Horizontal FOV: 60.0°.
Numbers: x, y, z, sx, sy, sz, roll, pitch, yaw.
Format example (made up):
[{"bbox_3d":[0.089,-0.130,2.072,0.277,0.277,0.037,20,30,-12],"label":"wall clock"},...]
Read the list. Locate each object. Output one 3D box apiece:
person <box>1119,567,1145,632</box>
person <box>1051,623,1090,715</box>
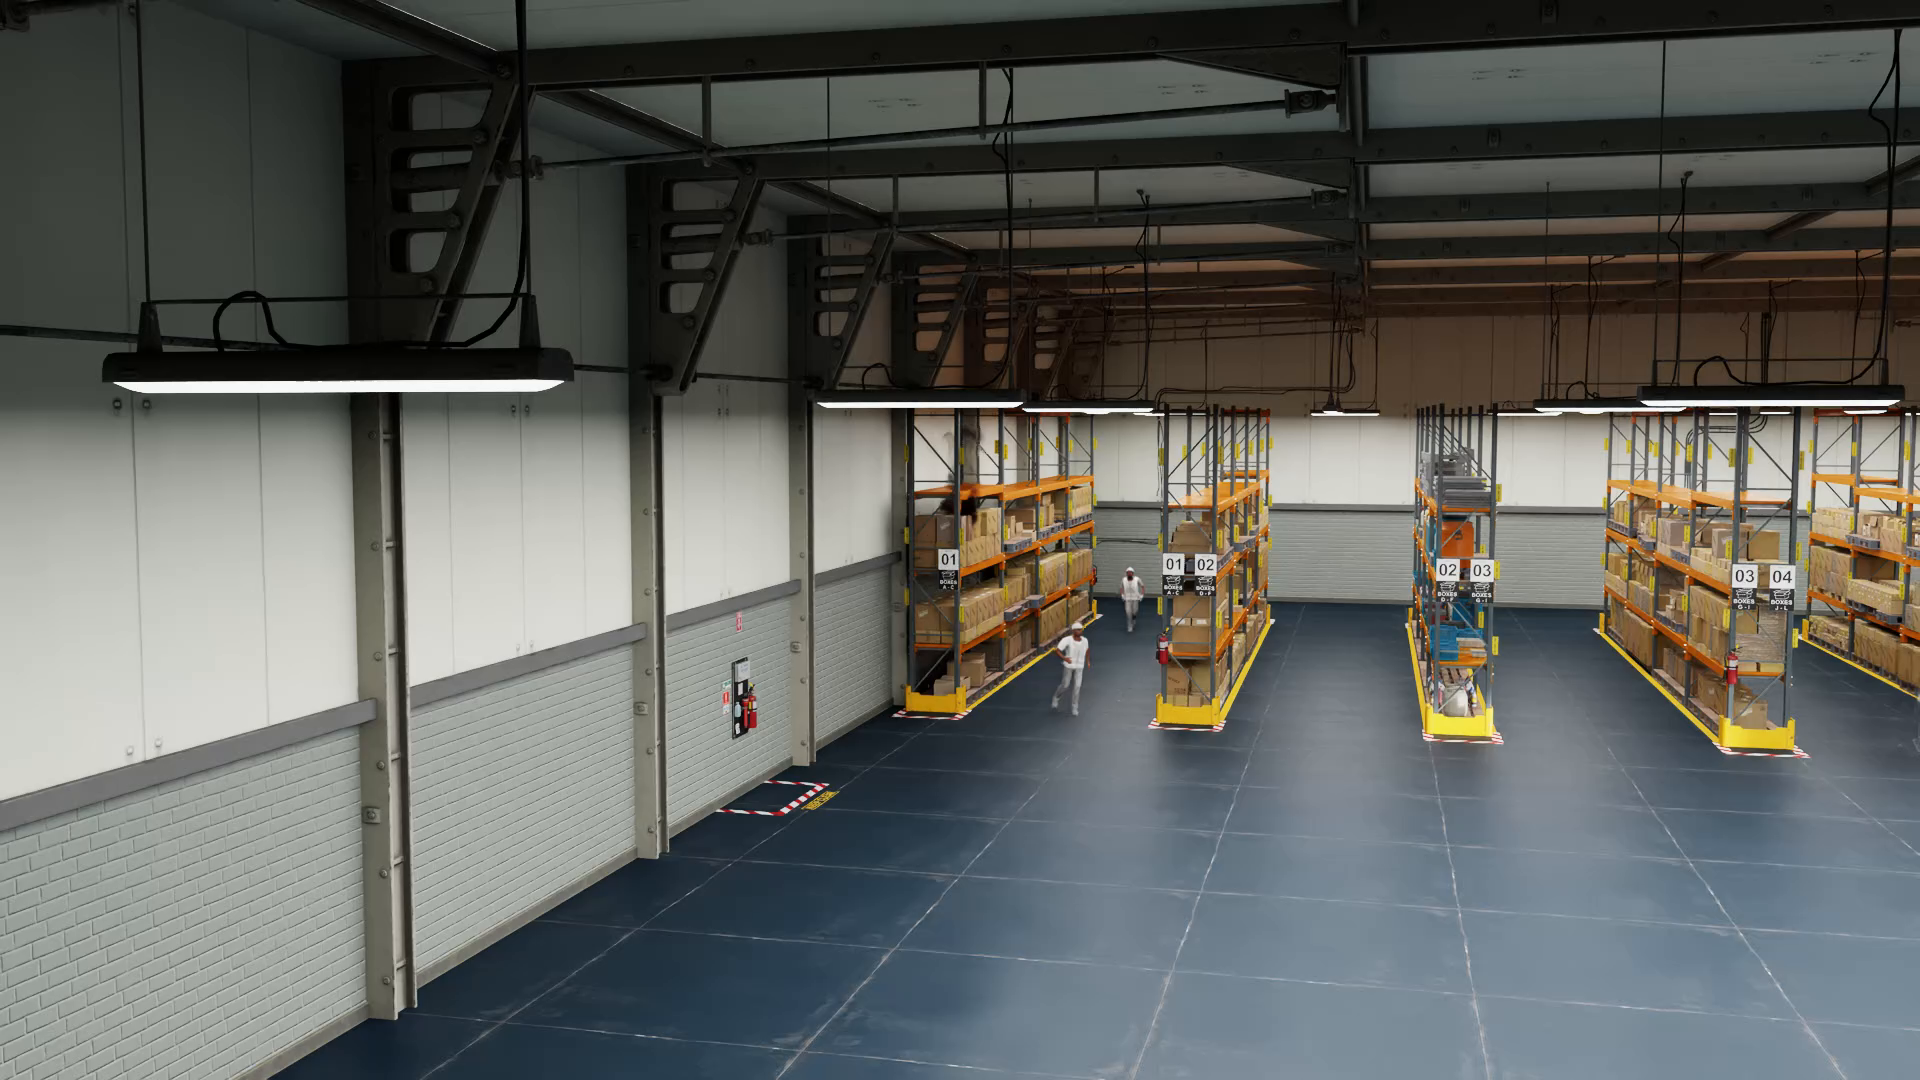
[{"bbox_3d":[4.607,1.603,44.681,0.694,1.743,0.673,1,4,11],"label":"person"},{"bbox_3d":[2.229,2.481,32.373,0.746,1.741,0.968,-1,4,-17],"label":"person"}]
